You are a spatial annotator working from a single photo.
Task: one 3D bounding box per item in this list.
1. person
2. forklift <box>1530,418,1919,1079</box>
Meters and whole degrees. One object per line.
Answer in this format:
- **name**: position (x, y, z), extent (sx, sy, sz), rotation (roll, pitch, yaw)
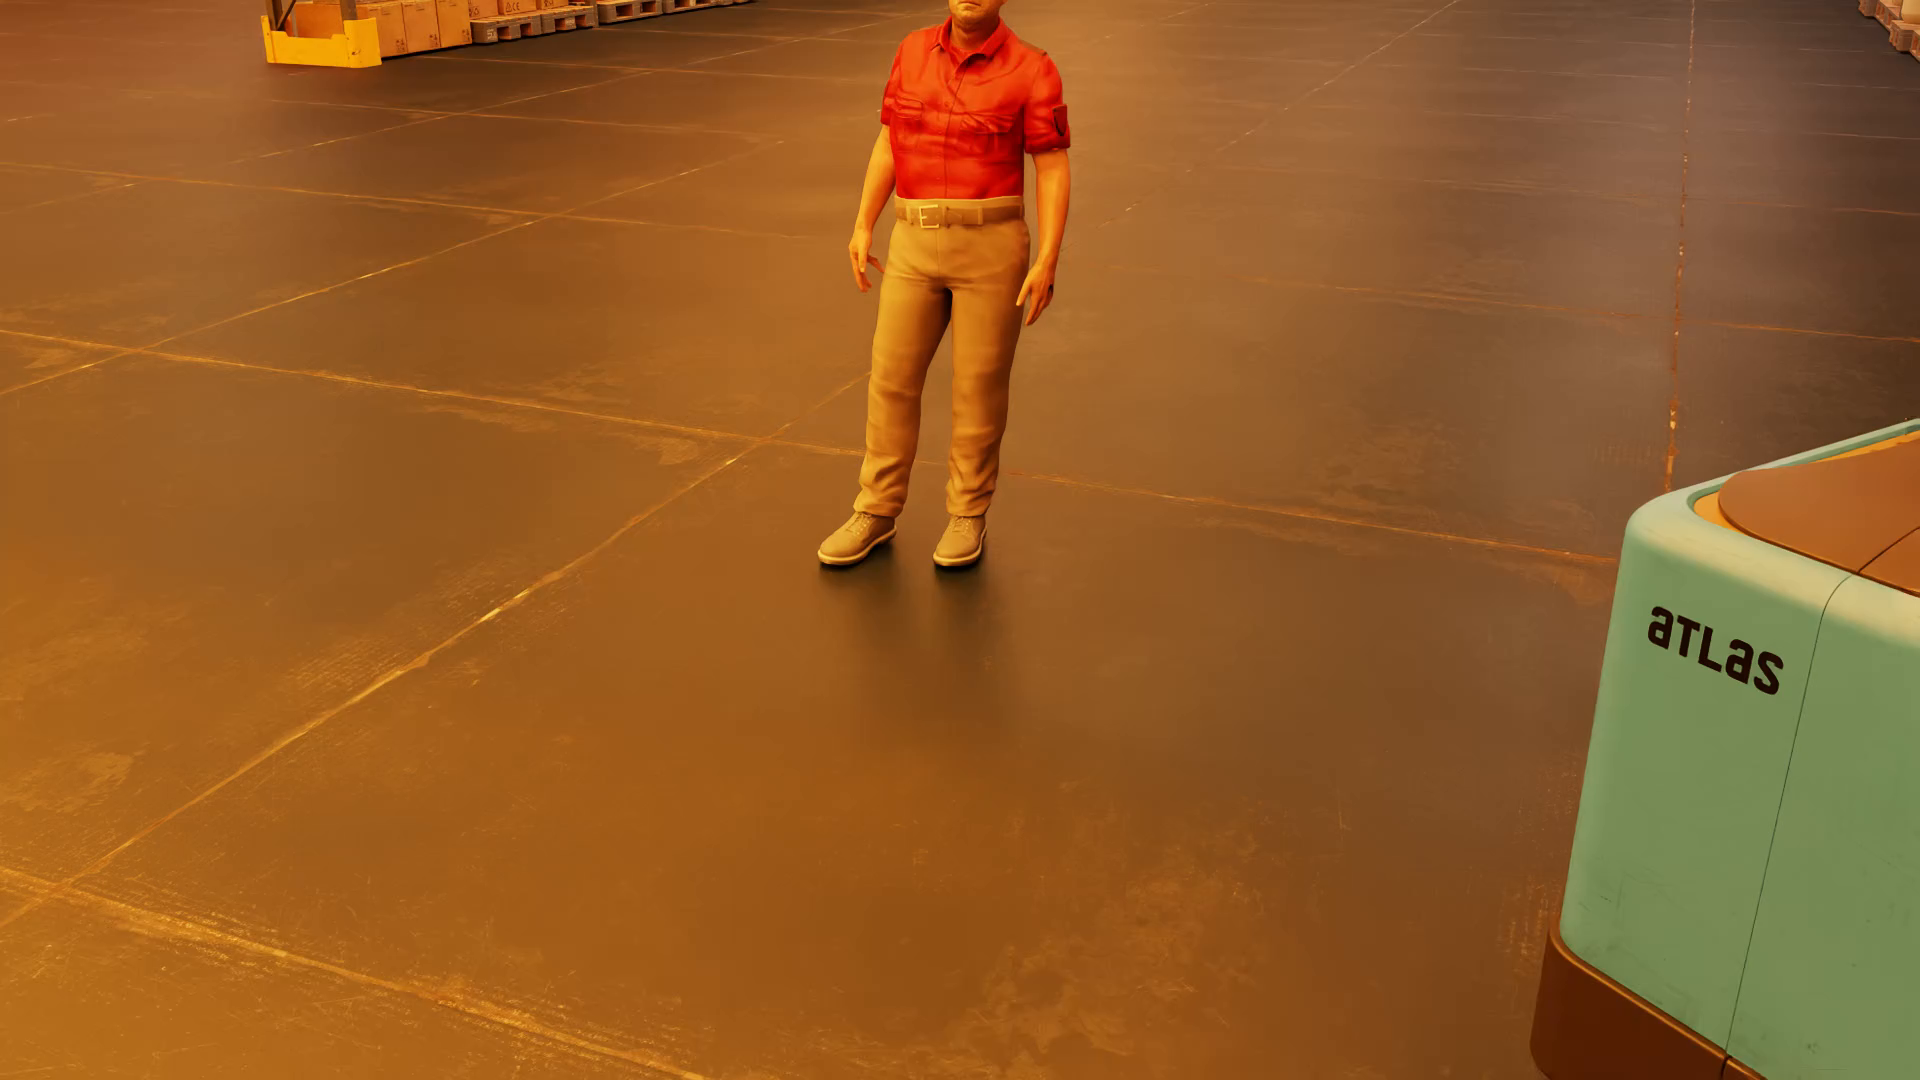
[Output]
- **person**: position (-0.046, -0.774, 4.685), extent (0.640, 1.727, 0.551), rotation (9, 24, 21)
- **forklift**: position (2.177, -0.035, 1.377), extent (1.130, 2.935, 3.031), rotation (-14, 26, -29)
